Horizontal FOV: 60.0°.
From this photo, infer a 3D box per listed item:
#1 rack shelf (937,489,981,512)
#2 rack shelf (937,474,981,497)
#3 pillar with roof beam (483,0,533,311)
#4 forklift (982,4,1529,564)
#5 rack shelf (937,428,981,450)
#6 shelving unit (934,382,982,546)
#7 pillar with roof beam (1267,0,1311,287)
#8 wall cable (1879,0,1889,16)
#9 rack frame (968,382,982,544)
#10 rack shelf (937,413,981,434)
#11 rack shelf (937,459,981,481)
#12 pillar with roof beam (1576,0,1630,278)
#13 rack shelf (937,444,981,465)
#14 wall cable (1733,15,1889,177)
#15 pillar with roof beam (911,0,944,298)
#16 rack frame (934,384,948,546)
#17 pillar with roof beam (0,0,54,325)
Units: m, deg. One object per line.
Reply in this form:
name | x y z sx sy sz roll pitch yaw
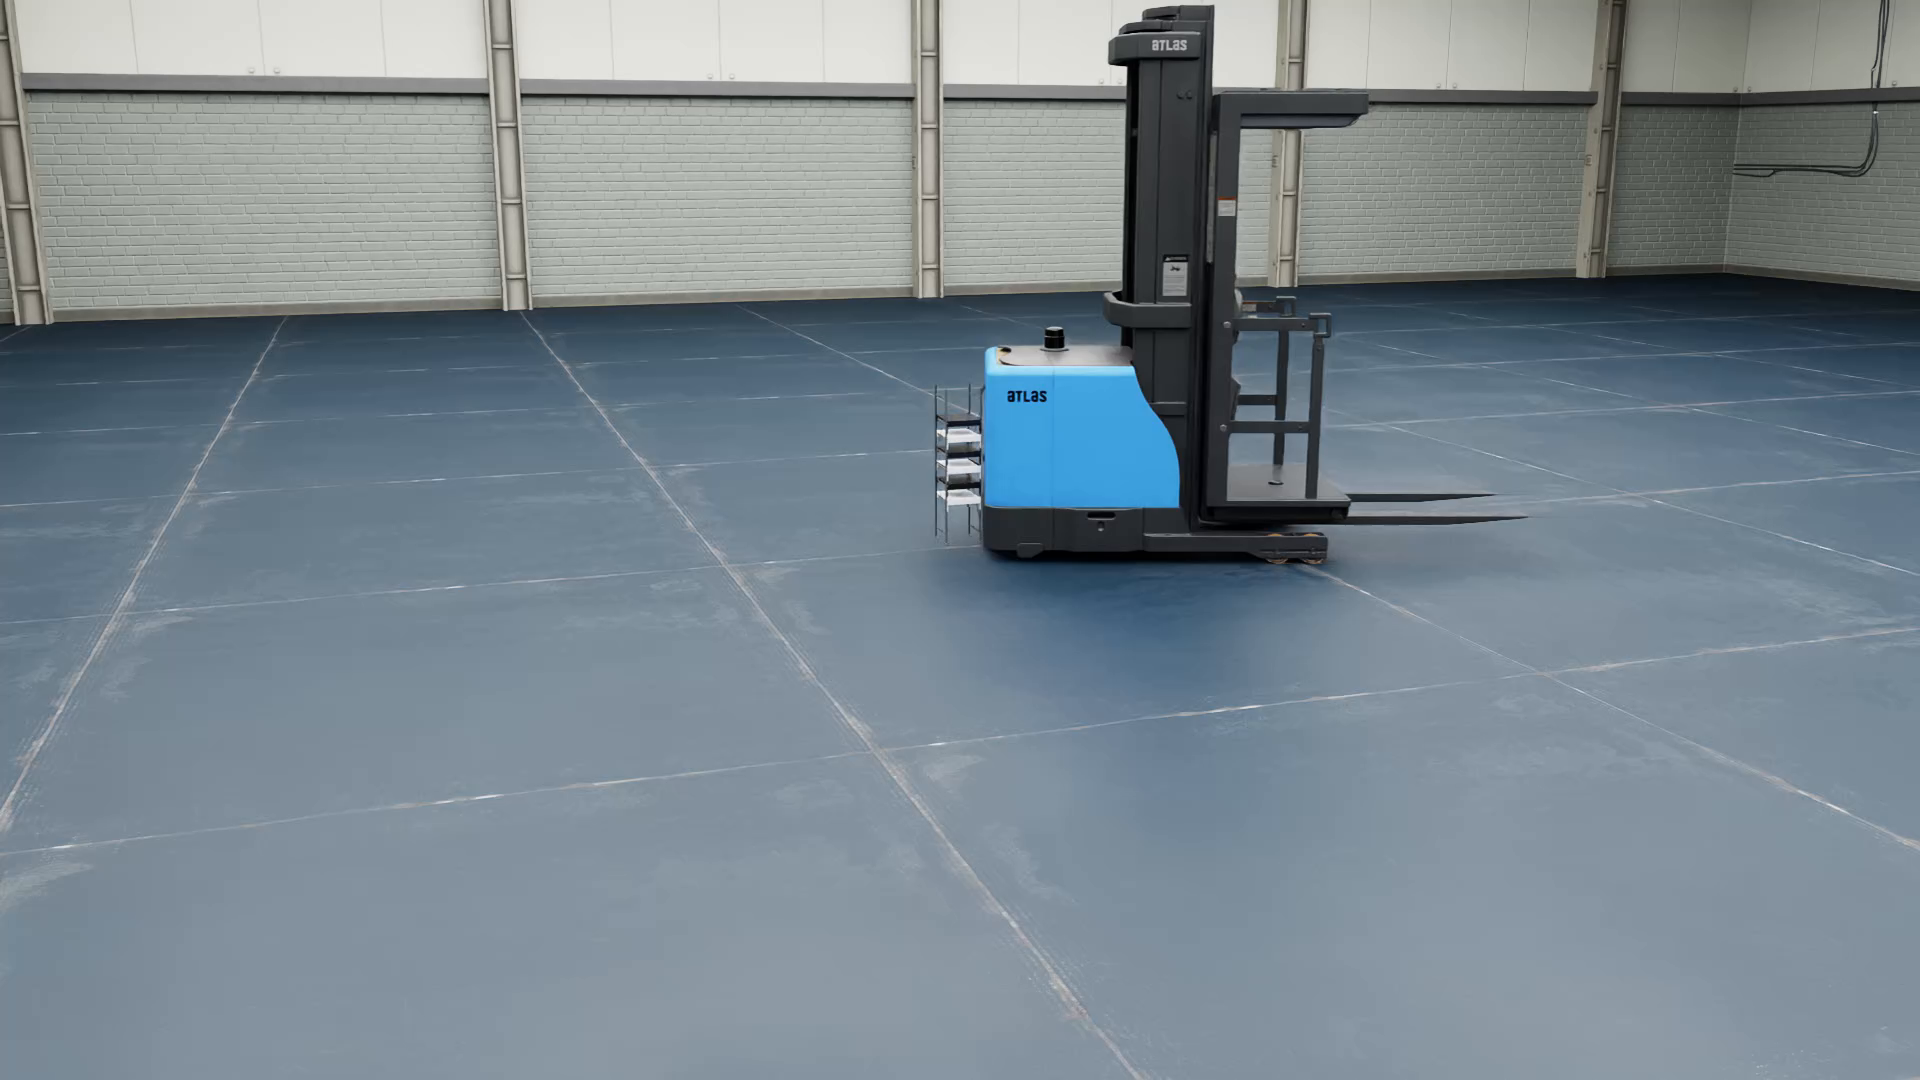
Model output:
rack shelf | -0.011 -0.230 9.586 0.200 0.077 0.258 -4 14 -16
rack shelf | -0.011 -0.317 9.565 0.200 0.077 0.258 -4 14 -16
pillar with roof beam | -4.793 -6.651 18.160 0.400 9.000 9.100 -4 14 -18
forklift | 1.647 -1.418 9.270 3.031 2.935 1.130 0 13 0
rack shelf | -0.011 -0.580 9.502 0.200 0.077 0.258 -4 14 -16
shelving unit | -0.011 -0.437 9.536 0.210 0.900 0.258 -4 14 -16
pillar with roof beam | 6.581 -7.537 21.883 0.400 9.000 9.100 -4 14 -18
wall cable | 14.971 -9.204 24.689 0.112 2.526 3.097 -4 14 -18
rack frame | 0.086 -0.444 9.565 0.006 0.900 0.240 -4 14 -16
rack shelf | -0.011 -0.668 9.481 0.200 0.077 0.258 -4 14 -16
rack shelf | -0.011 -0.405 9.544 0.200 0.077 0.258 -4 14 -16
pillar with roof beam | 12.267 -7.980 23.745 0.400 9.000 9.100 -4 14 -18
rack shelf | -0.011 -0.493 9.523 0.200 0.077 0.258 -4 14 -16
wall cable | 14.108 -7.341 27.768 0.112 2.526 3.097 -4 14 -18
pillar with roof beam | 0.894 -7.094 20.021 0.400 9.000 9.100 -4 14 -18
rack frame | -0.109 -0.431 9.508 0.006 0.900 0.240 -4 14 -16
pillar with roof beam | -10.479 -6.209 16.298 0.400 9.000 9.100 -4 14 -18
